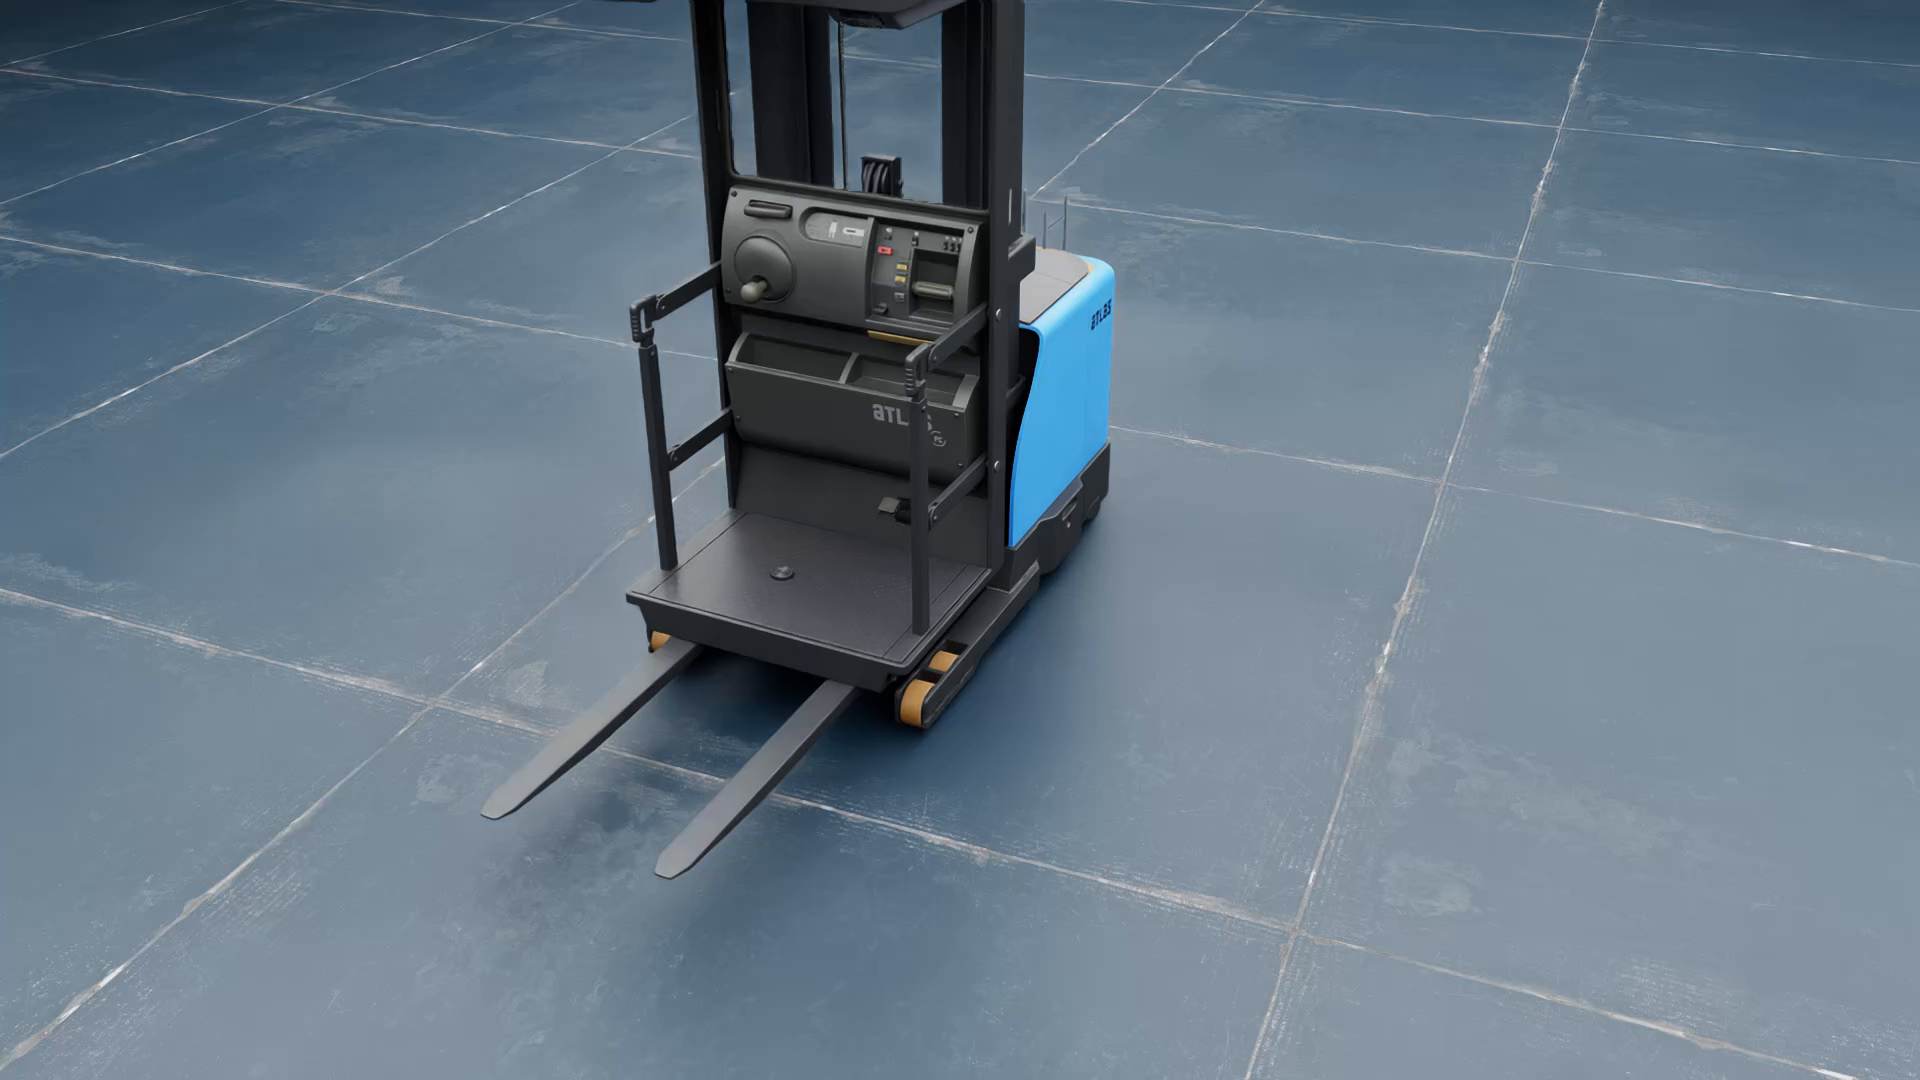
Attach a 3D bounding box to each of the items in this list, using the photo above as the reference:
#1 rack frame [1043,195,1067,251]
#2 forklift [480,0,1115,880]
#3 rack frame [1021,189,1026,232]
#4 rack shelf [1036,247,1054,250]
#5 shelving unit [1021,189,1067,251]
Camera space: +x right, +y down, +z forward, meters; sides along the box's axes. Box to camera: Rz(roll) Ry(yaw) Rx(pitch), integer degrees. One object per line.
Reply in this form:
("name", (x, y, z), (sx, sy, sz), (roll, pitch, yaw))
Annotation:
("rack frame", (0.387, -0.836, 7.010), (0.006, 1.200, 0.240), (13, 32, 22))
("forklift", (-0.463, -0.882, 5.332), (1.130, 2.935, 3.031), (13, 32, 22))
("rack frame", (0.221, -0.875, 7.078), (0.006, 1.200, 0.240), (13, 32, 22))
("rack shelf", (0.304, -1.130, 6.889), (0.180, 0.103, 0.258), (13, 32, 22))
("shelving unit", (0.304, -0.855, 7.044), (0.189, 1.200, 0.258), (13, 32, 22))
